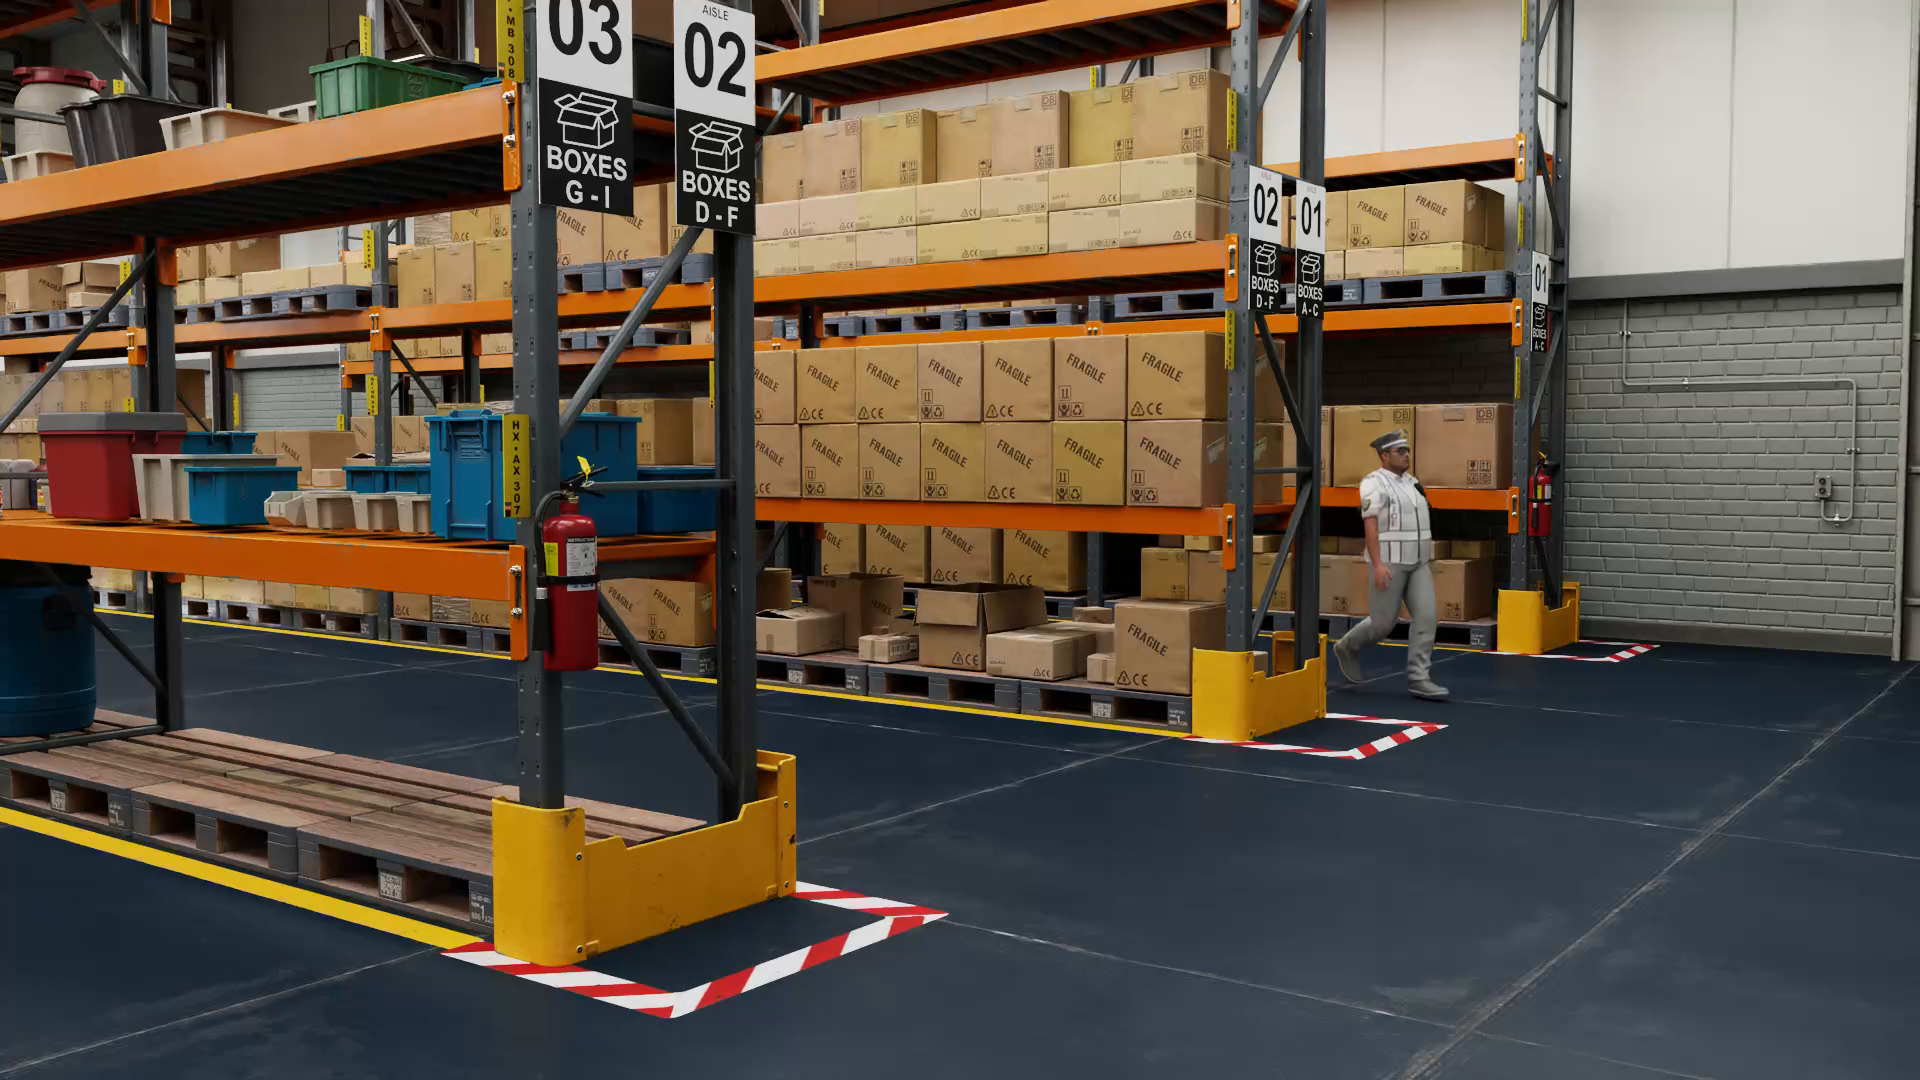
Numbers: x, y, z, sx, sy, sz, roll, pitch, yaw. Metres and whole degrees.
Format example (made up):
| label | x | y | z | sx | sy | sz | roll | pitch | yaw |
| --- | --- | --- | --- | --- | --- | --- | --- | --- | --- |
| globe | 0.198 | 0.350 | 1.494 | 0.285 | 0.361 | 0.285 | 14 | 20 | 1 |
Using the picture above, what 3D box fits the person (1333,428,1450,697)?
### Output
| label | x | y | z | sx | sy | sz | roll | pitch | yaw |
| --- | --- | --- | --- | --- | --- | --- | --- | --- | --- |
| person | 2.862 | 0.134 | 10.981 | 0.523 | 1.741 | 0.830 | -2 | 4 | -29 |
